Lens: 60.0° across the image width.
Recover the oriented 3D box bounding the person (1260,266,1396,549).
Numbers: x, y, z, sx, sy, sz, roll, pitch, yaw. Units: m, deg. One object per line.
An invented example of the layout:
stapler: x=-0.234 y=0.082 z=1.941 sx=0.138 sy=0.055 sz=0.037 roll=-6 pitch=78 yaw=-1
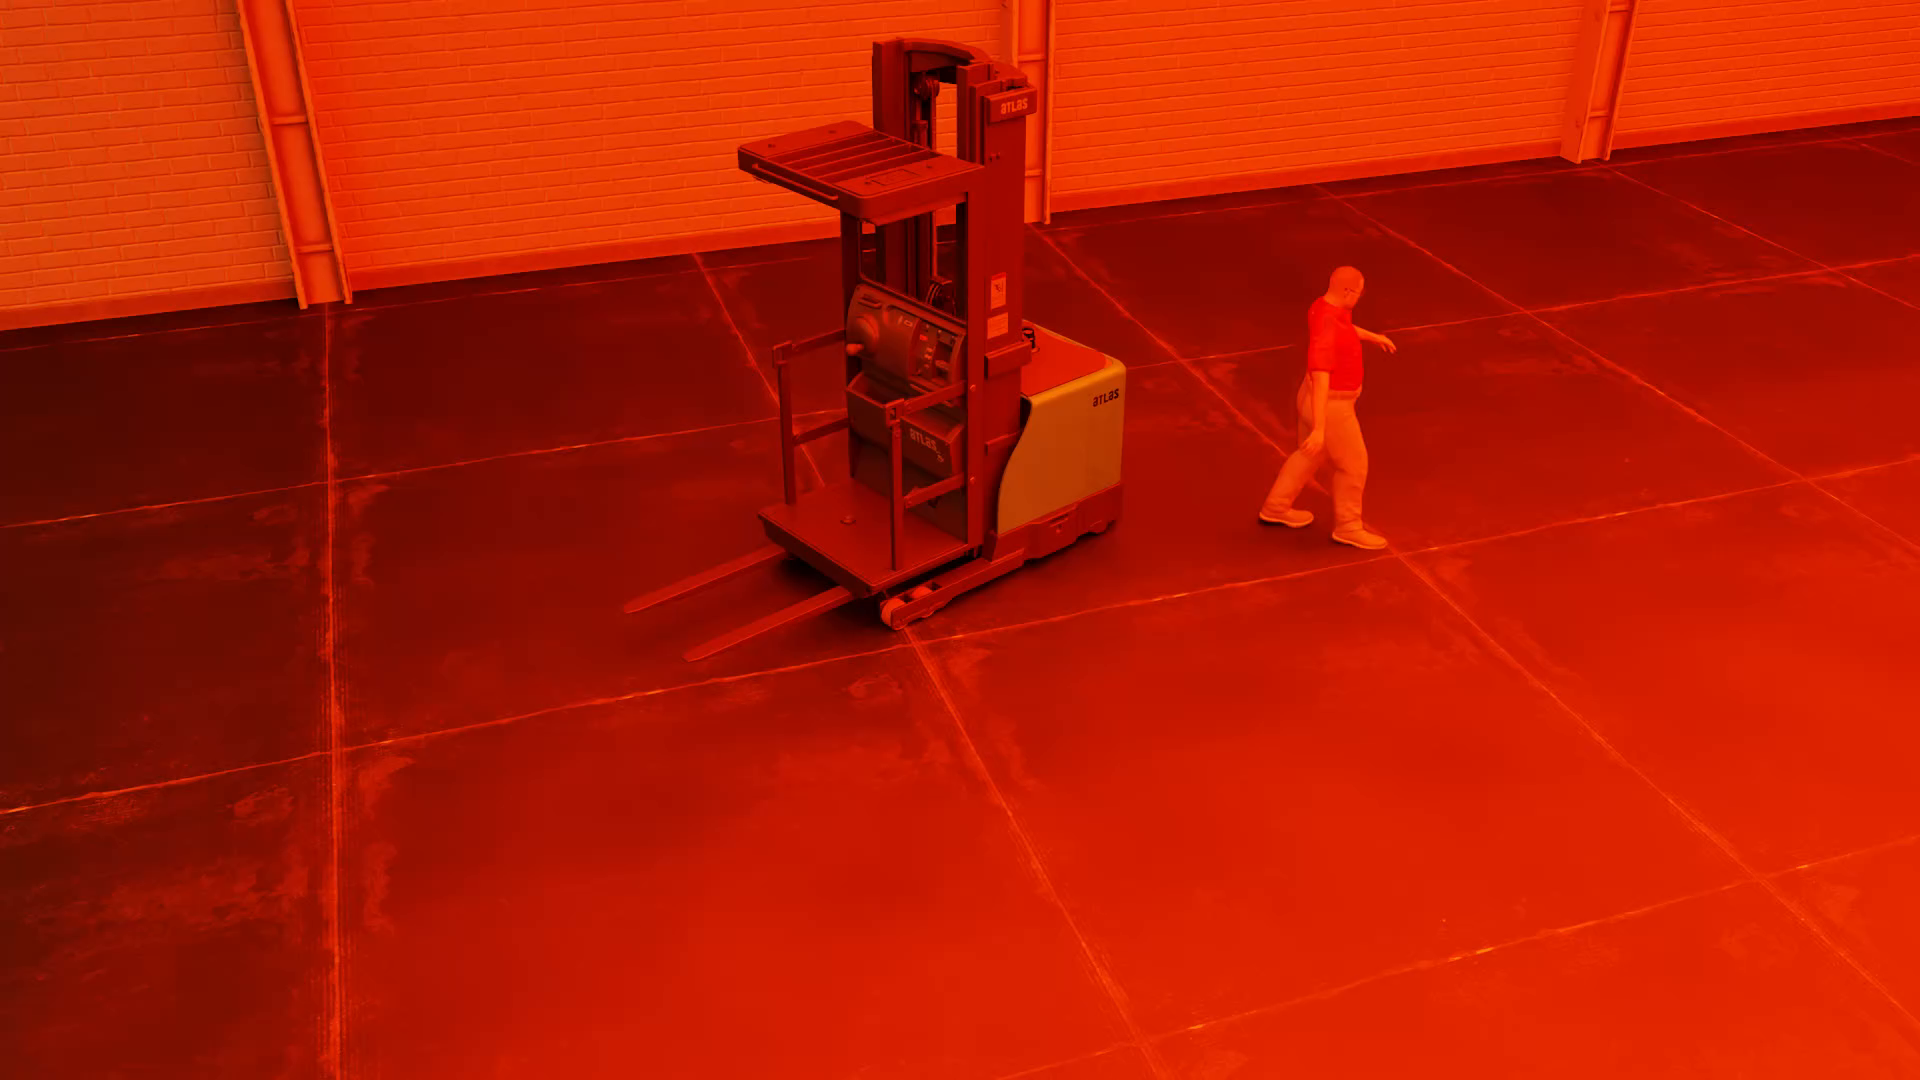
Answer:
person: x=2.213 y=-0.764 z=9.669 sx=0.749 sy=1.705 sz=0.982 roll=1 pitch=30 yaw=3

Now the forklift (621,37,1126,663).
forklift: x=-0.461 y=-1.072 z=8.951 sx=3.031 sy=2.935 sz=1.130 roll=-23 pitch=37 yaw=-34
